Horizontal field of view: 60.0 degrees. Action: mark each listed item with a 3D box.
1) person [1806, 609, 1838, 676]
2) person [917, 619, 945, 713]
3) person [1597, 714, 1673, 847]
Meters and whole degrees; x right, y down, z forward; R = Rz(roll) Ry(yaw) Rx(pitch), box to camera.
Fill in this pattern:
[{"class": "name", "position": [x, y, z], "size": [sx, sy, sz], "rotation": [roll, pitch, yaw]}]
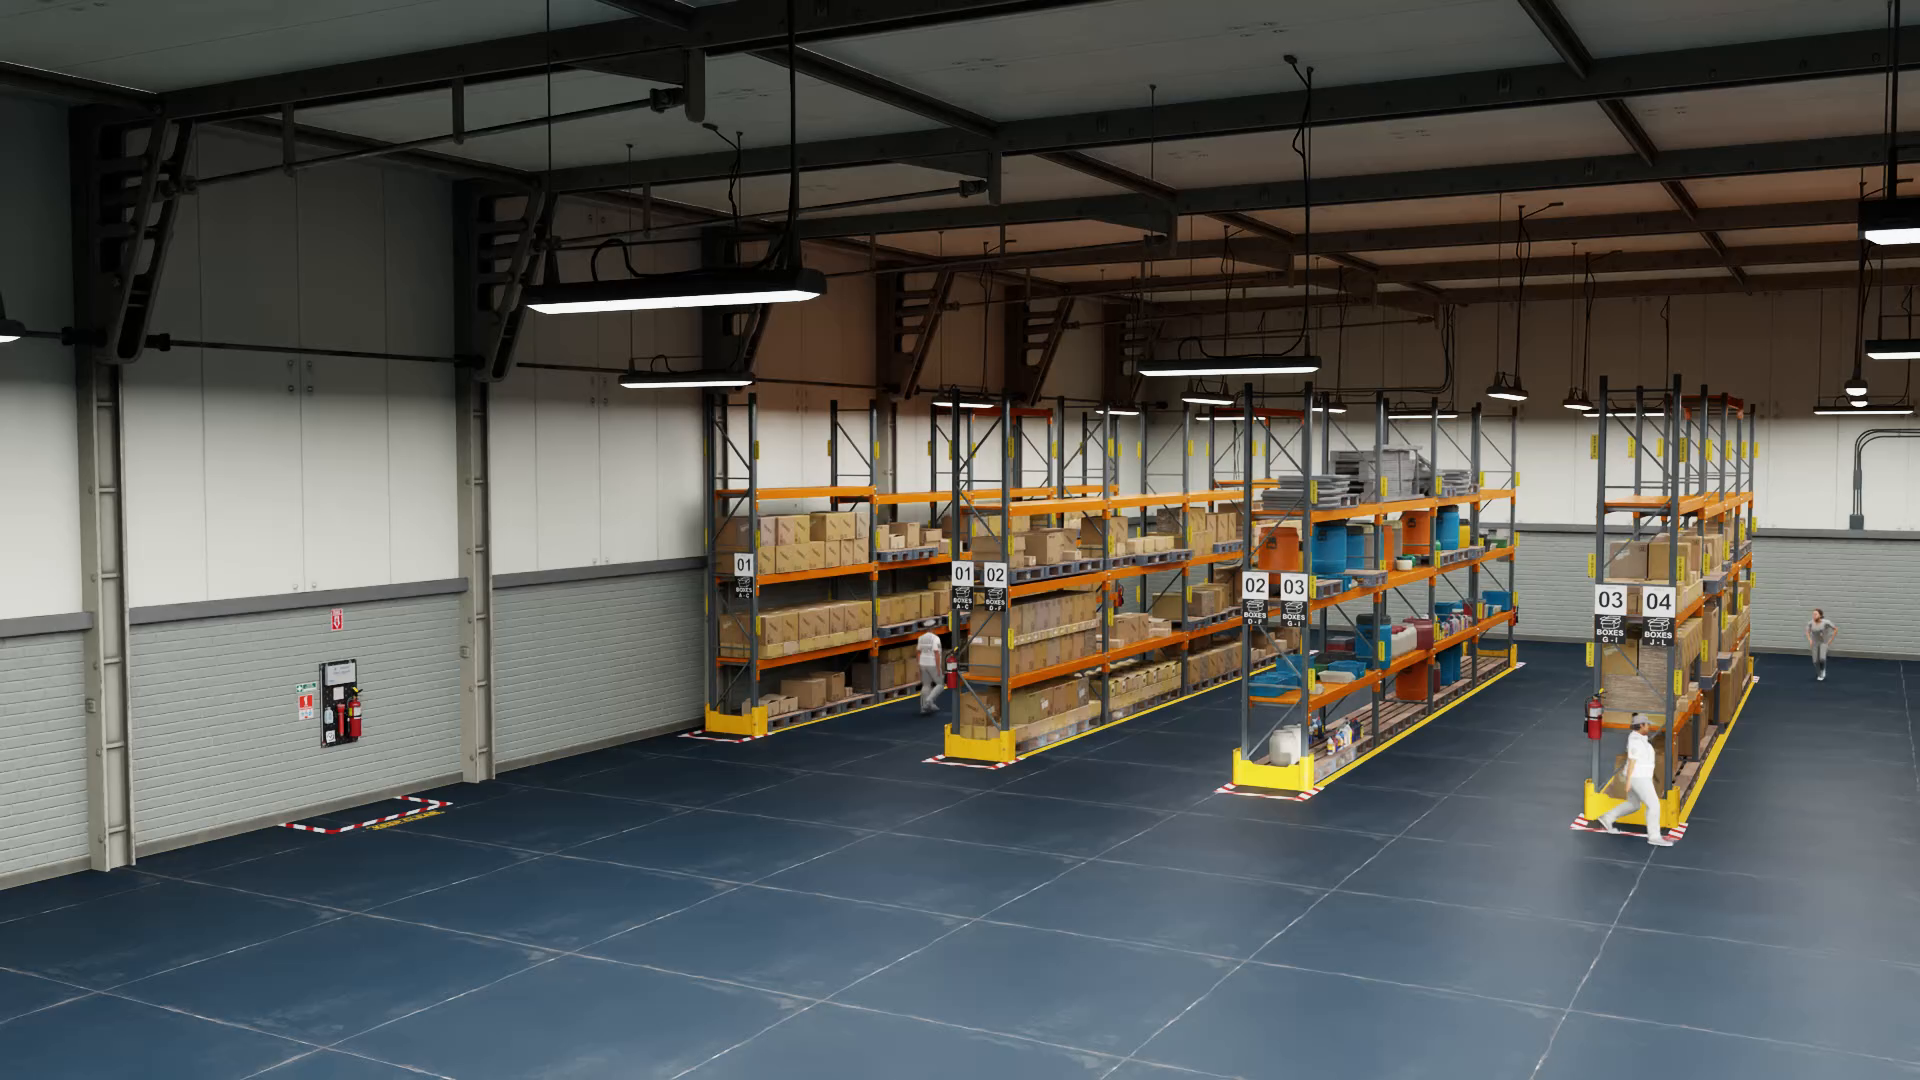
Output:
[{"class": "person", "position": [18.703, 2.239, 36.089], "size": [0.613, 1.522, 0.672], "rotation": [2, 4, 37]}, {"class": "person", "position": [-0.593, 2.403, 31.655], "size": [0.587, 1.762, 0.493], "rotation": [3, 4, 39]}, {"class": "person", "position": [8.650, 3.041, 21.283], "size": [0.906, 1.614, 0.505], "rotation": [1, 3, 22]}]
